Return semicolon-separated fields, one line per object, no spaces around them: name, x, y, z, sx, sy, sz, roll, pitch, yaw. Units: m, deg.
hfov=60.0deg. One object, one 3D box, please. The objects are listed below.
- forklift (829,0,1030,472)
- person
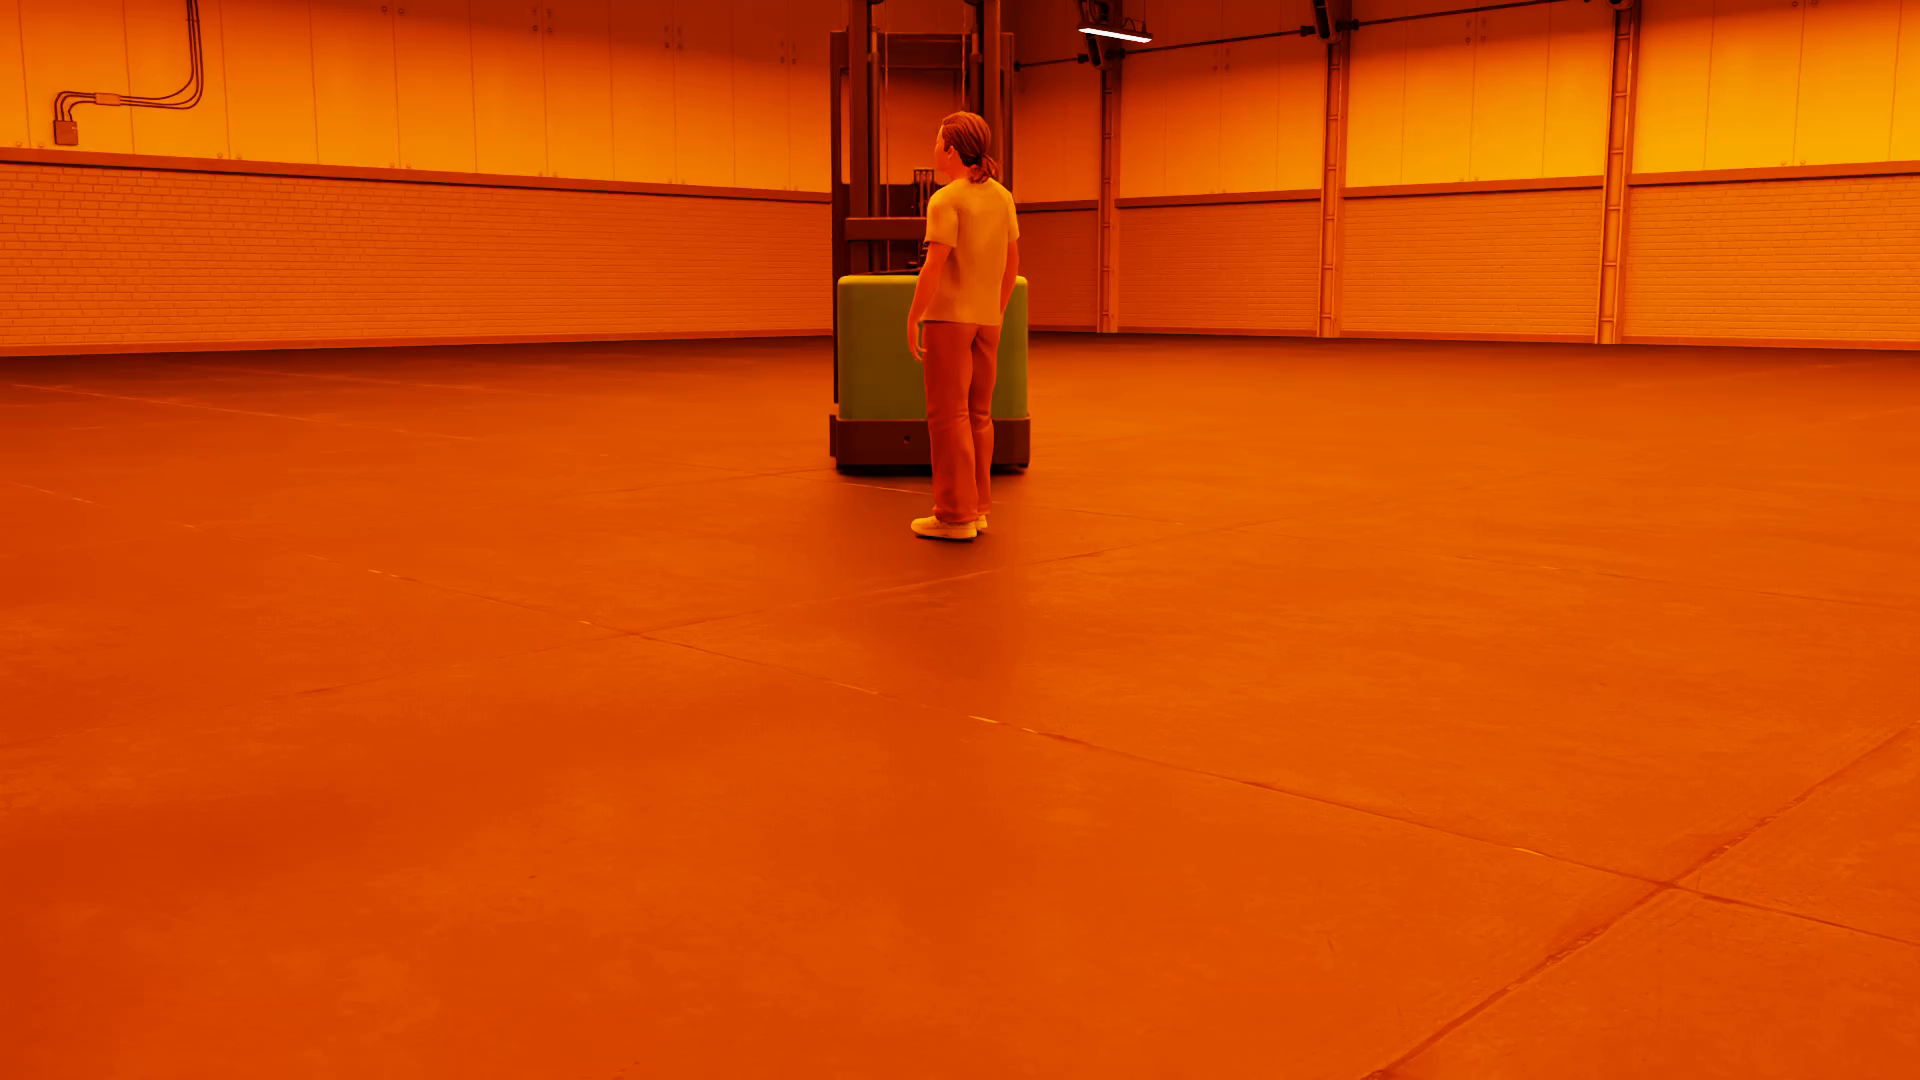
forklift;-0.245;-2.007;10.200;1.130;2.935;3.031;-1;9;-4
person;-0.045;-0.845;6.650;0.549;1.675;0.553;8;12;43
